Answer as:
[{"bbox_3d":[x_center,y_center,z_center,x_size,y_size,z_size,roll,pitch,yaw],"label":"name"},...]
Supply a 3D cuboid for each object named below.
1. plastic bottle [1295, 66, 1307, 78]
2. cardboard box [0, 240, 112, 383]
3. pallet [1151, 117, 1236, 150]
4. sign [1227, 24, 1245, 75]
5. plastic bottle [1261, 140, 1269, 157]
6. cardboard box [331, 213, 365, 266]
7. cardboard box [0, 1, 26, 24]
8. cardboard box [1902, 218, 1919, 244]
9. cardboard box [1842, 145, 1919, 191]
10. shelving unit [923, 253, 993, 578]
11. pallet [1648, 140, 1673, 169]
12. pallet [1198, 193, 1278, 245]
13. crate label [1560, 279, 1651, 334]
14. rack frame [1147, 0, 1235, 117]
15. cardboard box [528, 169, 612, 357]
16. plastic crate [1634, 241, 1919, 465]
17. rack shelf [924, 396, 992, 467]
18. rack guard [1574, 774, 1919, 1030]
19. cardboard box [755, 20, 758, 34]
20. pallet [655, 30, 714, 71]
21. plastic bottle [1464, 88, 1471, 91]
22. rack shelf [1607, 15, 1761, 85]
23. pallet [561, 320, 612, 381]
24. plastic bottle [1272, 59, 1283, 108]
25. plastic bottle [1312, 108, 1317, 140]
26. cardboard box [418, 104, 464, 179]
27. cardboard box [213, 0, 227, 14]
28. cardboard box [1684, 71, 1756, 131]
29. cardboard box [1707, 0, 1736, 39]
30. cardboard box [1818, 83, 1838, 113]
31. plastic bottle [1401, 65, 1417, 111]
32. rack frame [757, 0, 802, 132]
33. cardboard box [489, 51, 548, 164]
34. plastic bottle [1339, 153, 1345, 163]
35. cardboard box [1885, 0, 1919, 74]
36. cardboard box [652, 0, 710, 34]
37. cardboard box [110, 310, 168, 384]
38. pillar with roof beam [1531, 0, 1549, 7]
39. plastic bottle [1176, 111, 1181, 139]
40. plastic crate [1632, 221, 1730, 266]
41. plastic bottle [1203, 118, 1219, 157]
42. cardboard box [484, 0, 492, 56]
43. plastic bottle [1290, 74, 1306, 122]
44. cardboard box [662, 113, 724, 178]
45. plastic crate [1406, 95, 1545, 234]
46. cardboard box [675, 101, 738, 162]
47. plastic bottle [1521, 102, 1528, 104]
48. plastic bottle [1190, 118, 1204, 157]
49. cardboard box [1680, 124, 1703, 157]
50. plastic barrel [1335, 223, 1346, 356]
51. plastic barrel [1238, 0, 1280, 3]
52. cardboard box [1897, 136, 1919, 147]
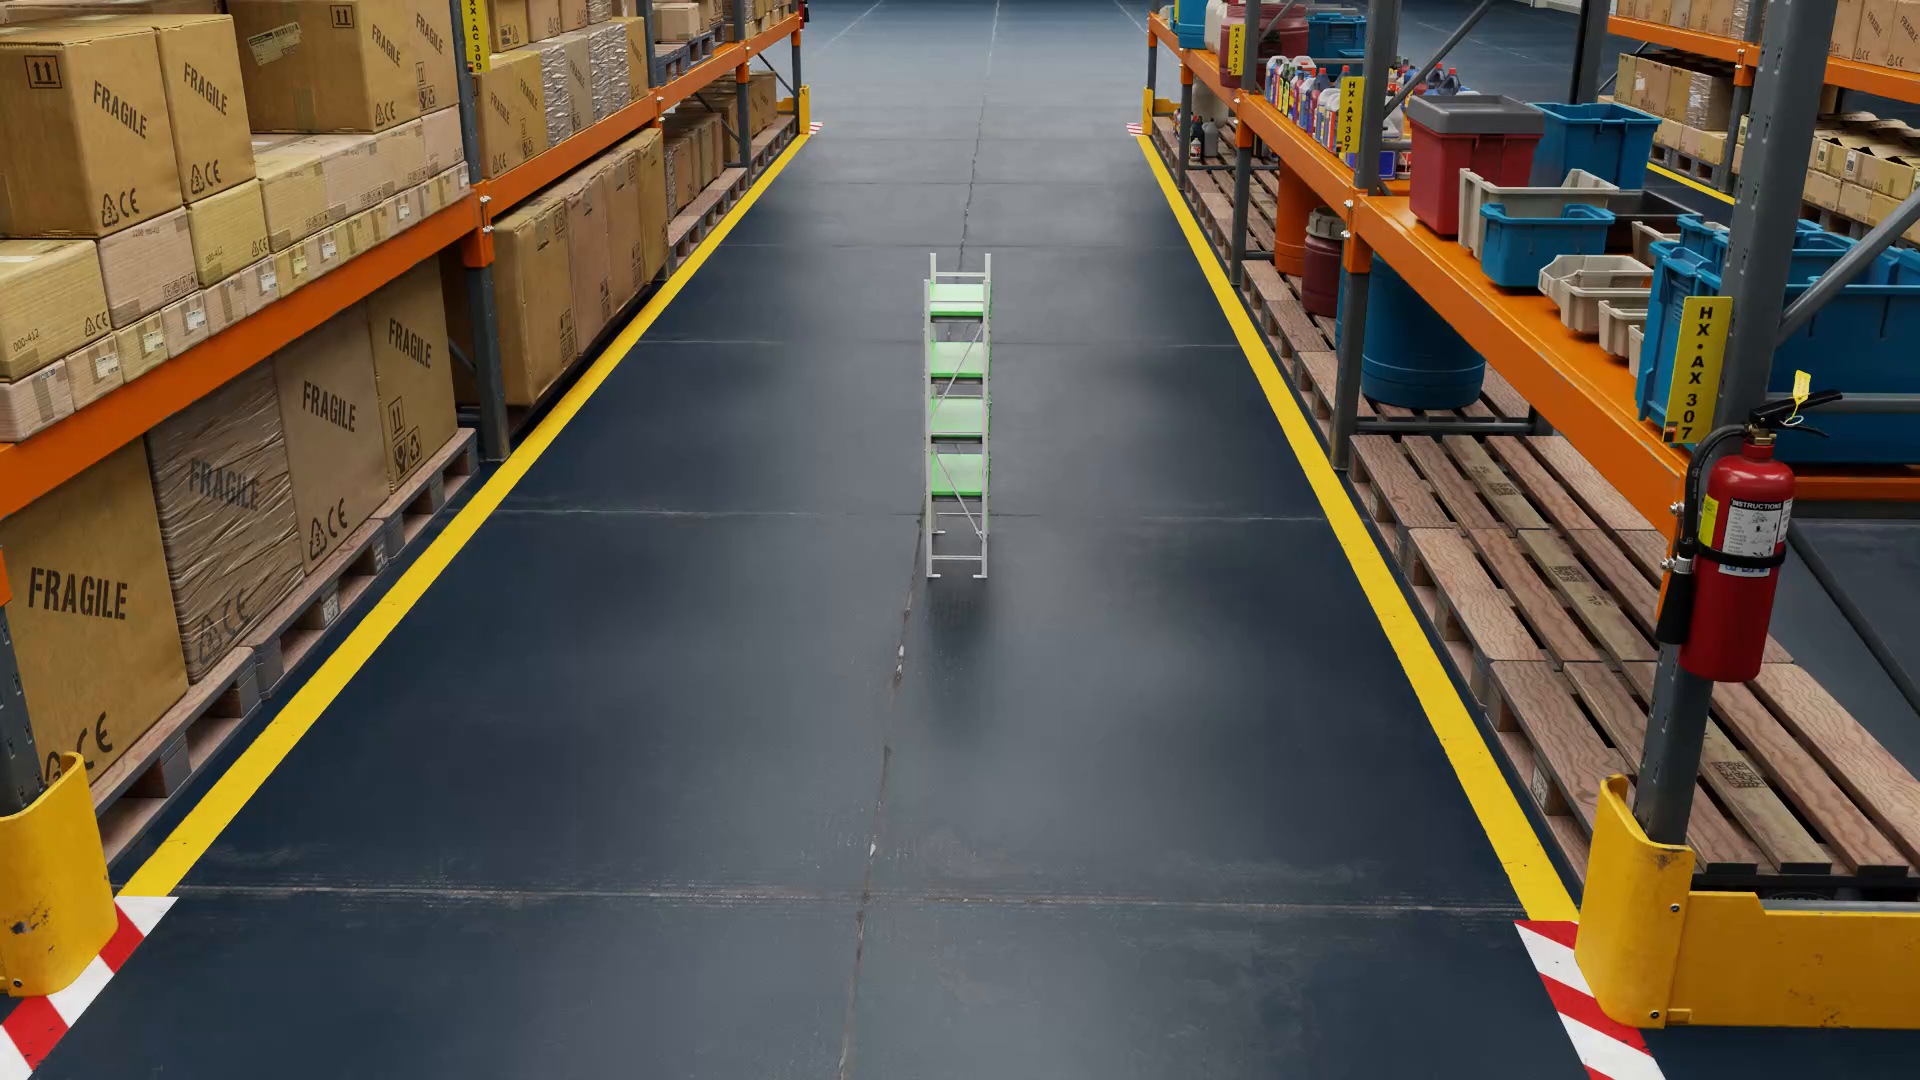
[{"bbox_3d":[2.068,-2.759,10.171,0.097,0.271,0.097,0,21,0],"label":"plastic bottle"},{"bbox_3d":[-2.521,-0.583,4.181,0.500,0.250,0.500,0,21,0],"label":"cardboard box"},{"bbox_3d":[2.647,-4.453,18.213,1.003,0.211,1.213,1,21,2],"label":"pallet"},{"bbox_3d":[1.839,-3.261,11.062,0.100,0.325,0.005,1,21,2],"label":"sign"},{"bbox_3d":[2.941,-3.791,15.809,0.152,0.276,0.135,1,21,4],"label":"plastic bottle"},{"bbox_3d":[-2.404,-1.094,6.050,0.380,0.149,0.250,0,21,1],"label":"cardboard box"},{"bbox_3d":[-7.220,-3.717,12.324,0.500,0.500,0.500,0,21,1],"label":"cardboard box"},{"bbox_3d":[7.112,-2.233,11.857,0.500,0.250,0.500,1,21,3],"label":"cardboard box"},{"bbox_3d":[7.137,-2.864,12.708,0.500,0.311,0.500,0,21,1],"label":"cardboard box"},{"bbox_3d":[-0.005,-0.500,6.658,0.258,1.200,0.503,1,21,2],"label":"shelving unit"},{"bbox_3d":[7.562,-4.002,17.050,1.003,0.211,1.213,1,21,2],"label":"pallet"},{"bbox_3d":[2.491,-2.601,13.441,1.003,0.211,1.213,1,21,2],"label":"pallet"},{"bbox_3d":[1.997,-0.697,4.959,0.396,0.136,0.243,1,21,2],"label":"crate label"},{"bbox_3d":[2.632,-6.074,18.537,1.000,3.000,0.127,1,21,2],"label":"rack frame"},{"bbox_3d":[-2.658,-1.550,9.233,1.225,0.875,0.875,0,21,0],"label":"cardboard box"},{"bbox_3d":[1.969,-0.457,3.928,0.616,0.435,0.499,1,21,2],"label":"plastic crate"},{"bbox_3d":[-0.005,-0.440,6.681,0.258,0.148,0.480,1,21,2],"label":"rack shelf"},{"bbox_3d":[2.158,0.885,4.057,1.175,0.500,0.348,1,21,2],"label":"rack guard"},{"bbox_3d":[-2.134,-4.911,15.887,0.380,0.149,0.250,1,21,2],"label":"cardboard box"},{"bbox_3d":[-2.542,-3.863,13.103,1.003,0.211,1.213,1,21,2],"label":"pallet"},{"bbox_3d":[2.728,-2.299,8.985,0.097,0.271,0.097,0,21,0],"label":"plastic bottle"},{"bbox_3d":[7.522,-4.960,16.660,1.077,0.370,4.000,1,21,2],"label":"rack shelf"},{"bbox_3d":[-2.701,-1.212,9.861,1.003,0.211,1.213,1,21,2],"label":"pallet"},{"bbox_3d":[1.997,-2.856,10.404,0.061,0.283,0.133,1,21,2],"label":"plastic bottle"},{"bbox_3d":[1.970,-2.278,9.028,0.097,0.201,0.097,0,21,0],"label":"plastic bottle"},{"bbox_3d":[-2.435,-1.696,7.050,0.500,0.250,0.500,0,21,1],"label":"cardboard box"},{"bbox_3d":[-2.976,-1.860,6.435,0.500,0.500,0.500,1,21,2],"label":"cardboard box"},{"bbox_3d":[7.284,-4.186,15.855,0.500,0.500,0.500,1,21,2],"label":"cardboard box"},{"bbox_3d":[7.478,-4.970,15.553,0.700,0.500,0.500,0,21,1],"label":"cardboard box"},{"bbox_3d":[7.789,-4.000,15.375,0.500,0.500,0.500,1,21,2],"label":"cardboard box"},{"bbox_3d":[2.768,-2.775,10.213,0.097,0.271,0.097,0,21,0],"label":"plastic bottle"},{"bbox_3d":[-2.318,-6.129,18.678,1.000,3.000,0.127,1,21,2],"label":"rack frame"},{"bbox_3d":[-2.405,-2.182,8.367,0.500,0.500,0.500,1,21,2],"label":"cardboard box"},{"bbox_3d":[1.968,-2.048,8.230,0.144,0.351,0.185,1,21,2],"label":"plastic bottle"},{"bbox_3d":[7.375,-3.779,12.484,0.500,0.500,0.500,0,21,-1],"label":"cardboard box"},{"bbox_3d":[-2.400,-4.299,13.238,0.797,0.503,0.637,3,21,7],"label":"cardboard box"},{"bbox_3d":[-2.451,-0.537,4.613,0.380,0.149,0.250,0,21,0],"label":"cardboard box"},{"bbox_3d":[9.805,-17.224,38.981,9.100,9.000,0.400,1,21,2],"label":"pillar with roof beam"},{"bbox_3d":[2.255,-4.231,16.951,0.097,0.271,0.097,0,21,0],"label":"plastic bottle"},{"bbox_3d":[2.515,-1.008,5.761,0.293,0.136,0.466,1,21,2],"label":"plastic crate"},{"bbox_3d":[2.386,-3.833,15.814,0.144,0.351,0.185,1,21,2],"label":"plastic bottle"},{"bbox_3d":[-2.672,-2.535,7.891,0.797,0.503,0.637,0,21,0],"label":"cardboard box"},{"bbox_3d":[1.994,-2.593,9.743,0.097,0.271,0.097,0,21,0],"label":"plastic bottle"},{"bbox_3d":[-2.480,-3.500,14.751,0.700,0.500,0.500,-1,21,-3],"label":"cardboard box"},{"bbox_3d":[1.989,-1.473,6.508,0.402,0.464,0.583,1,21,2],"label":"plastic crate"},{"bbox_3d":[-2.388,-3.857,15.698,0.500,0.500,0.500,0,21,0],"label":"cardboard box"},{"bbox_3d":[2.603,-1.851,7.720,0.144,0.351,0.185,1,21,2],"label":"plastic bottle"},{"bbox_3d":[2.242,-3.834,15.818,0.144,0.351,0.185,0,21,0],"label":"plastic bottle"},{"bbox_3d":[7.282,-3.837,15.991,0.500,0.250,0.500,1,21,2],"label":"cardboard box"},{"bbox_3d":[2.322,-1.406,8.825,0.600,0.901,0.708,1,21,2],"label":"plastic barrel"},{"bbox_3d":[2.220,-3.760,12.419,0.421,0.512,0.421,0,21,0],"label":"plastic barrel"},{"bbox_3d":[7.690,-3.048,13.182,0.500,0.311,0.500,0,21,1],"label":"cardboard box"}]
